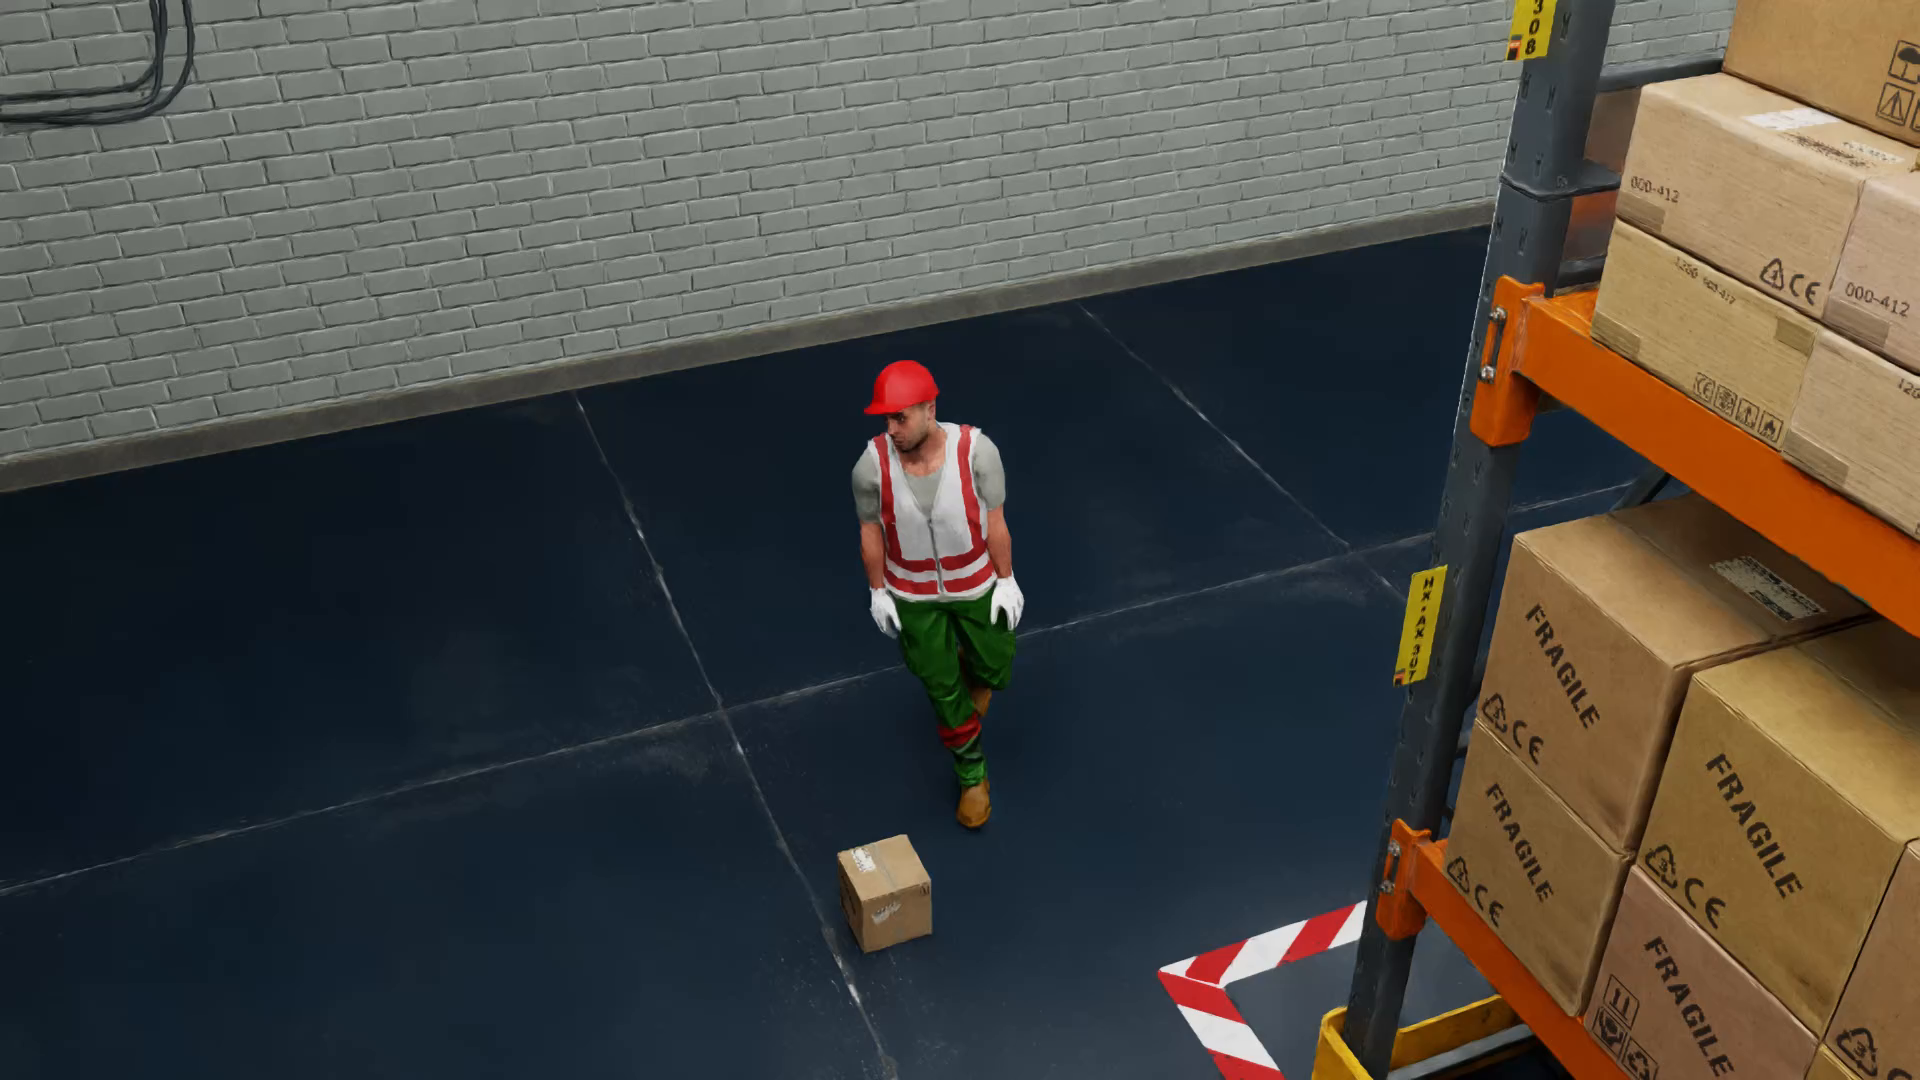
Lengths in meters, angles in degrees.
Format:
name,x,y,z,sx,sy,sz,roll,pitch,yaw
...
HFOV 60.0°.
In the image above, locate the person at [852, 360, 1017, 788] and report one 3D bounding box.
name,x,y,z,sx,sy,sz,roll,pitch,yaw
person,-0.088,0.085,5.954,0.572,1.701,0.597,-2,33,-3
